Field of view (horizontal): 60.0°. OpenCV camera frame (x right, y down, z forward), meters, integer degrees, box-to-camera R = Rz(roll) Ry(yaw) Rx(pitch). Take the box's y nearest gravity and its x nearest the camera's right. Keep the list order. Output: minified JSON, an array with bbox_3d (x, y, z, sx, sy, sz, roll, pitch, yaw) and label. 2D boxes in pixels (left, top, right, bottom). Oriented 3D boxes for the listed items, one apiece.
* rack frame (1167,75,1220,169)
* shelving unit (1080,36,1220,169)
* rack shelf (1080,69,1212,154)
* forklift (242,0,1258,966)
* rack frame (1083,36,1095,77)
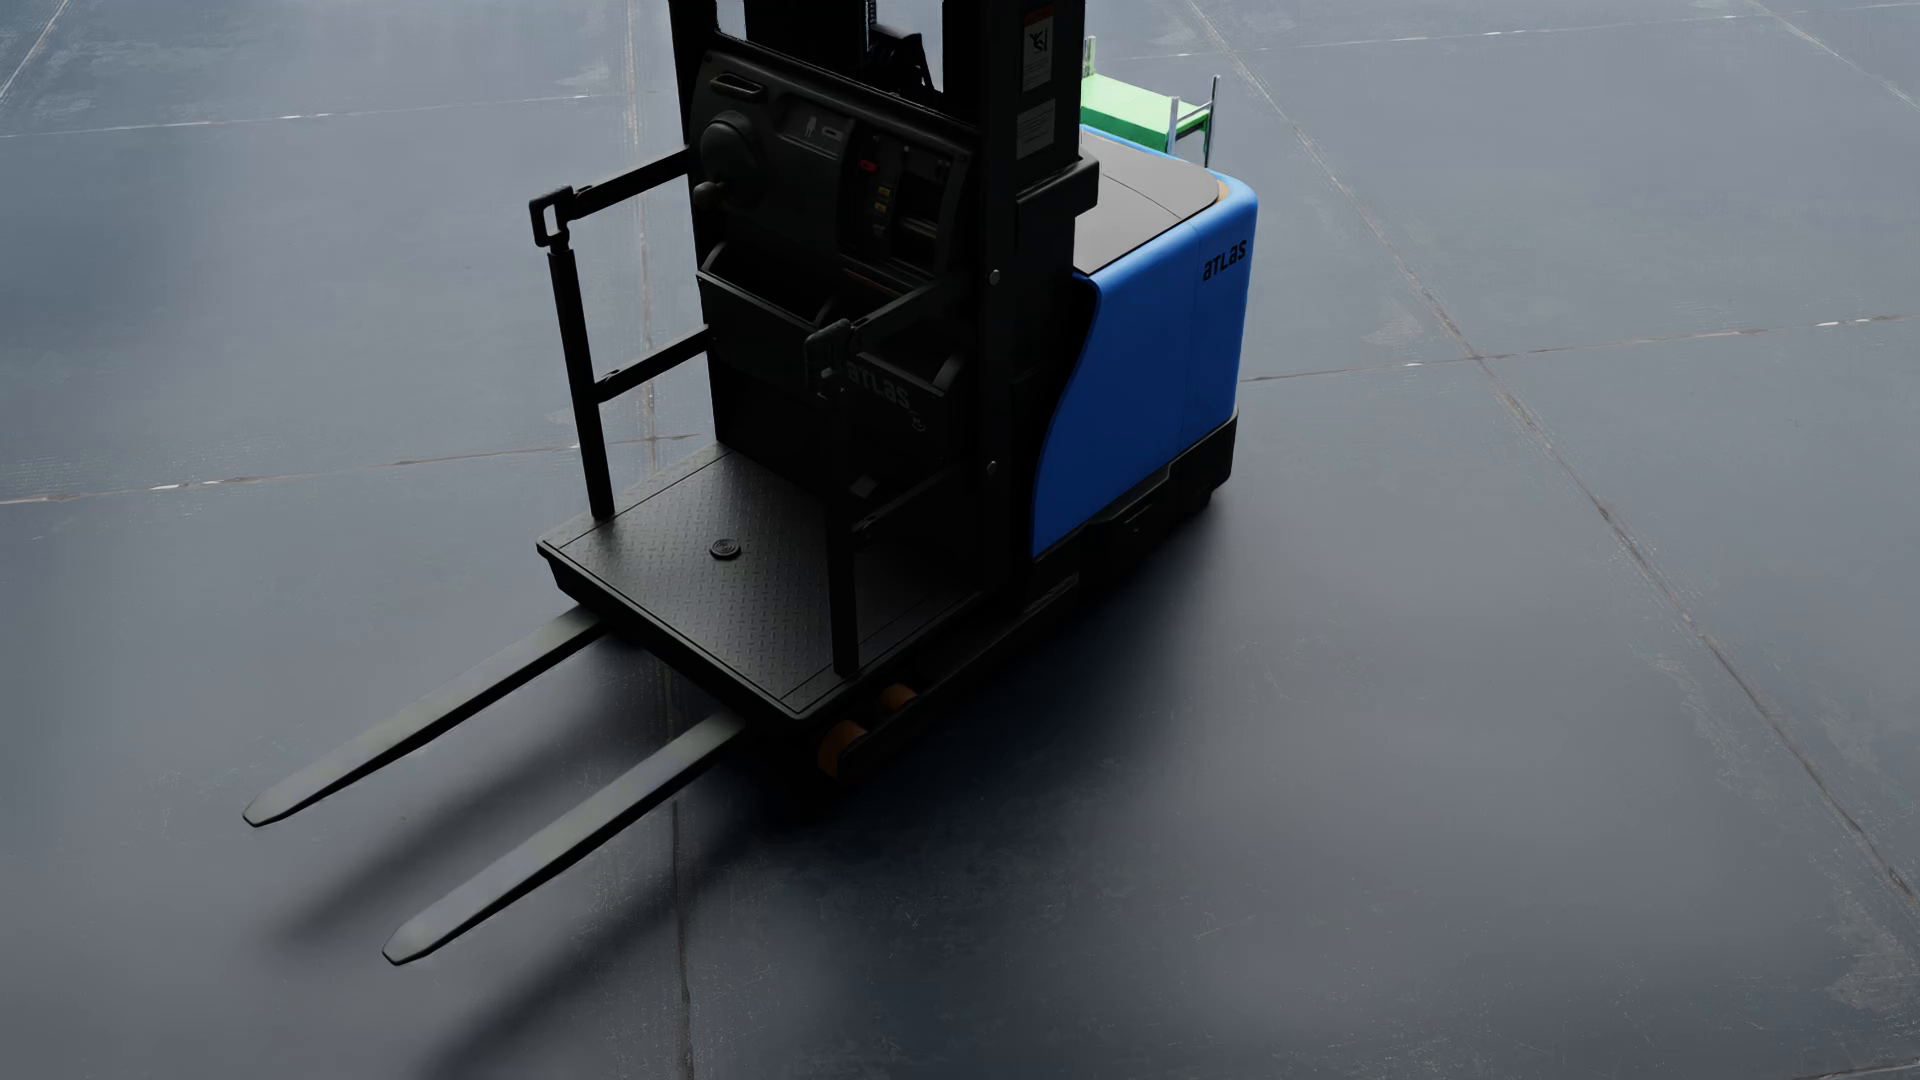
[{"bbox_3d":[0.715,-0.905,5.434,0.015,1.200,0.240,28,45,31],"label":"rack frame"},{"bbox_3d":[0.532,-1.004,5.561,0.503,1.200,0.258,28,45,31],"label":"shelving unit"},{"bbox_3d":[0.536,-1.335,5.309,0.480,0.148,0.258,28,45,31],"label":"rack shelf"},{"bbox_3d":[-0.478,-0.866,3.975,1.130,2.935,3.031,29,46,32],"label":"forklift"},{"bbox_3d":[0.349,-1.103,5.688,0.015,1.200,0.240,28,45,31],"label":"rack frame"}]
